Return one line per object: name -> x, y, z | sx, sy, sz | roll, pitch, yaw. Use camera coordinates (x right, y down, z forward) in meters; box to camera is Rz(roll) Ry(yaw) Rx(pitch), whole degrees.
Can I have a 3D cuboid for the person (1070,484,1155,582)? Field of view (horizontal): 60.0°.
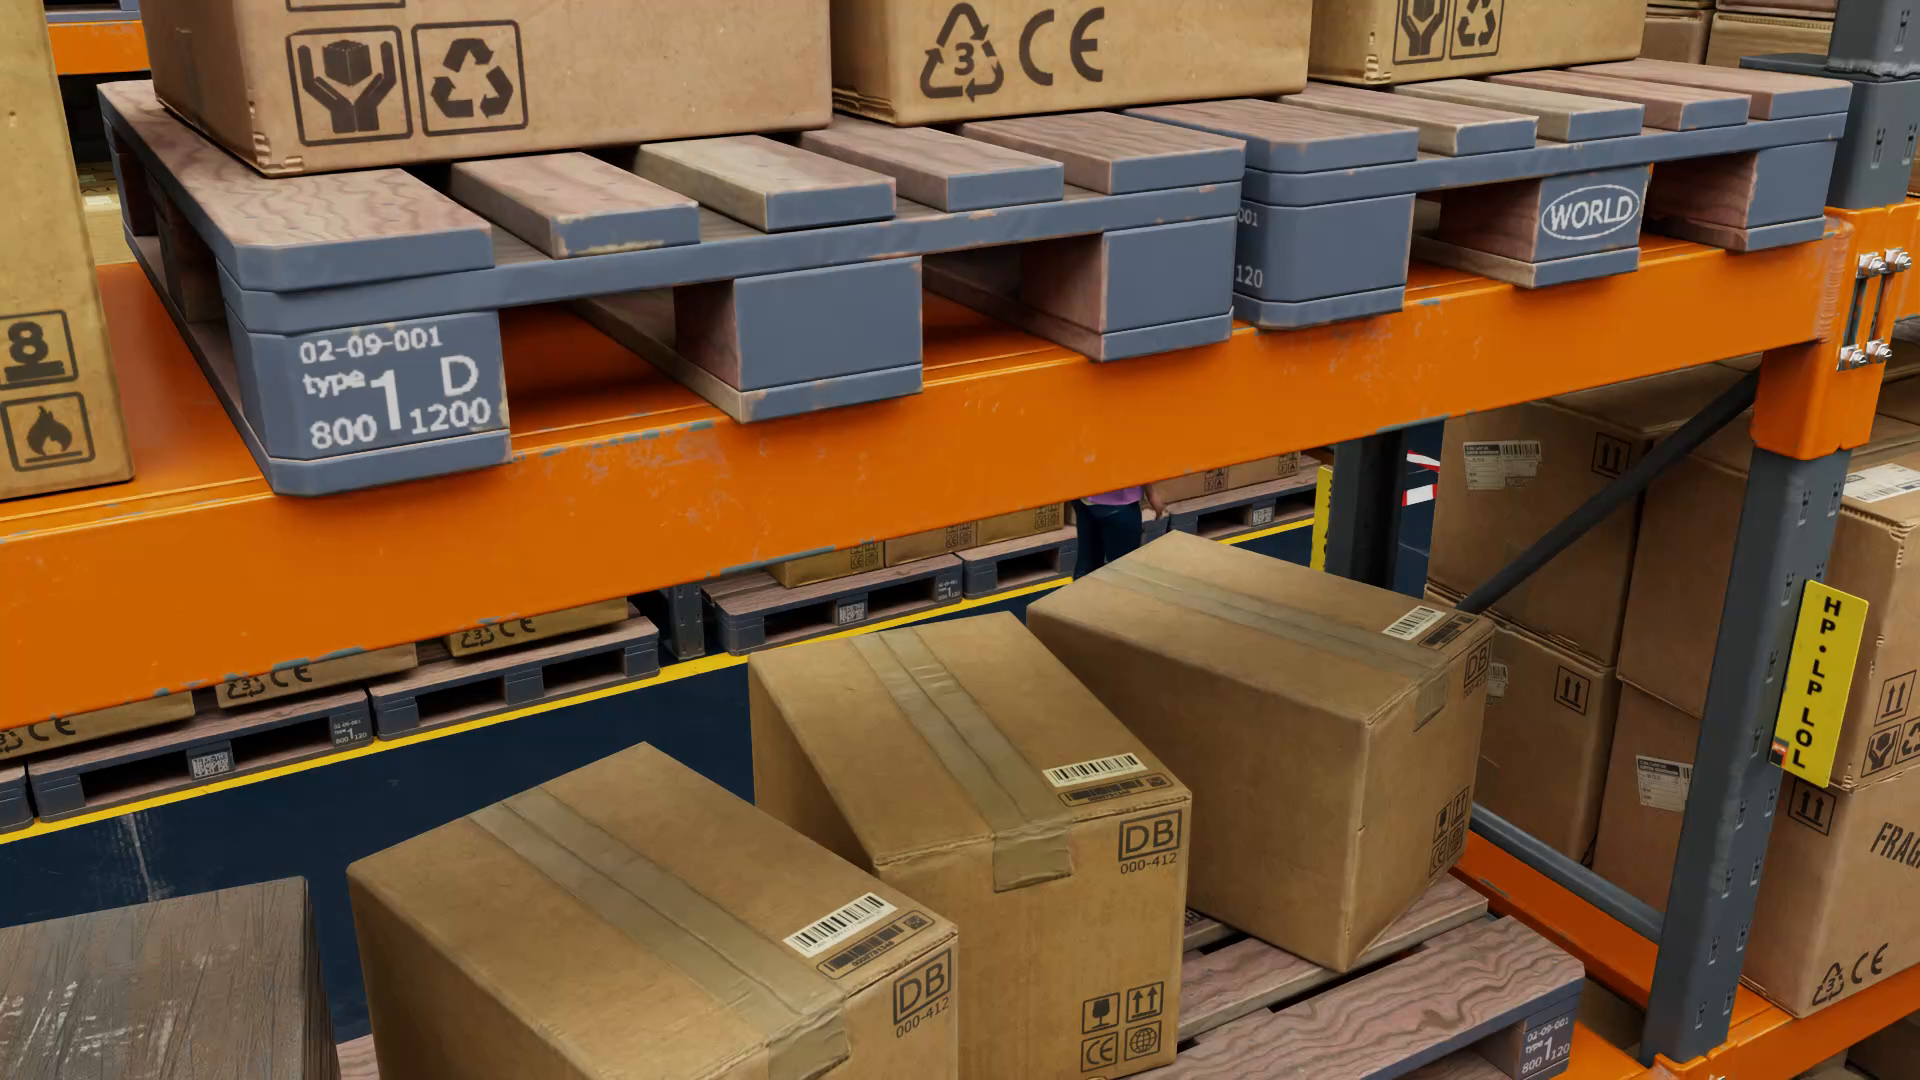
person -> 0.633, -0.174, 7.053 | 0.330, 1.620, 0.436 | -12, 25, -28
